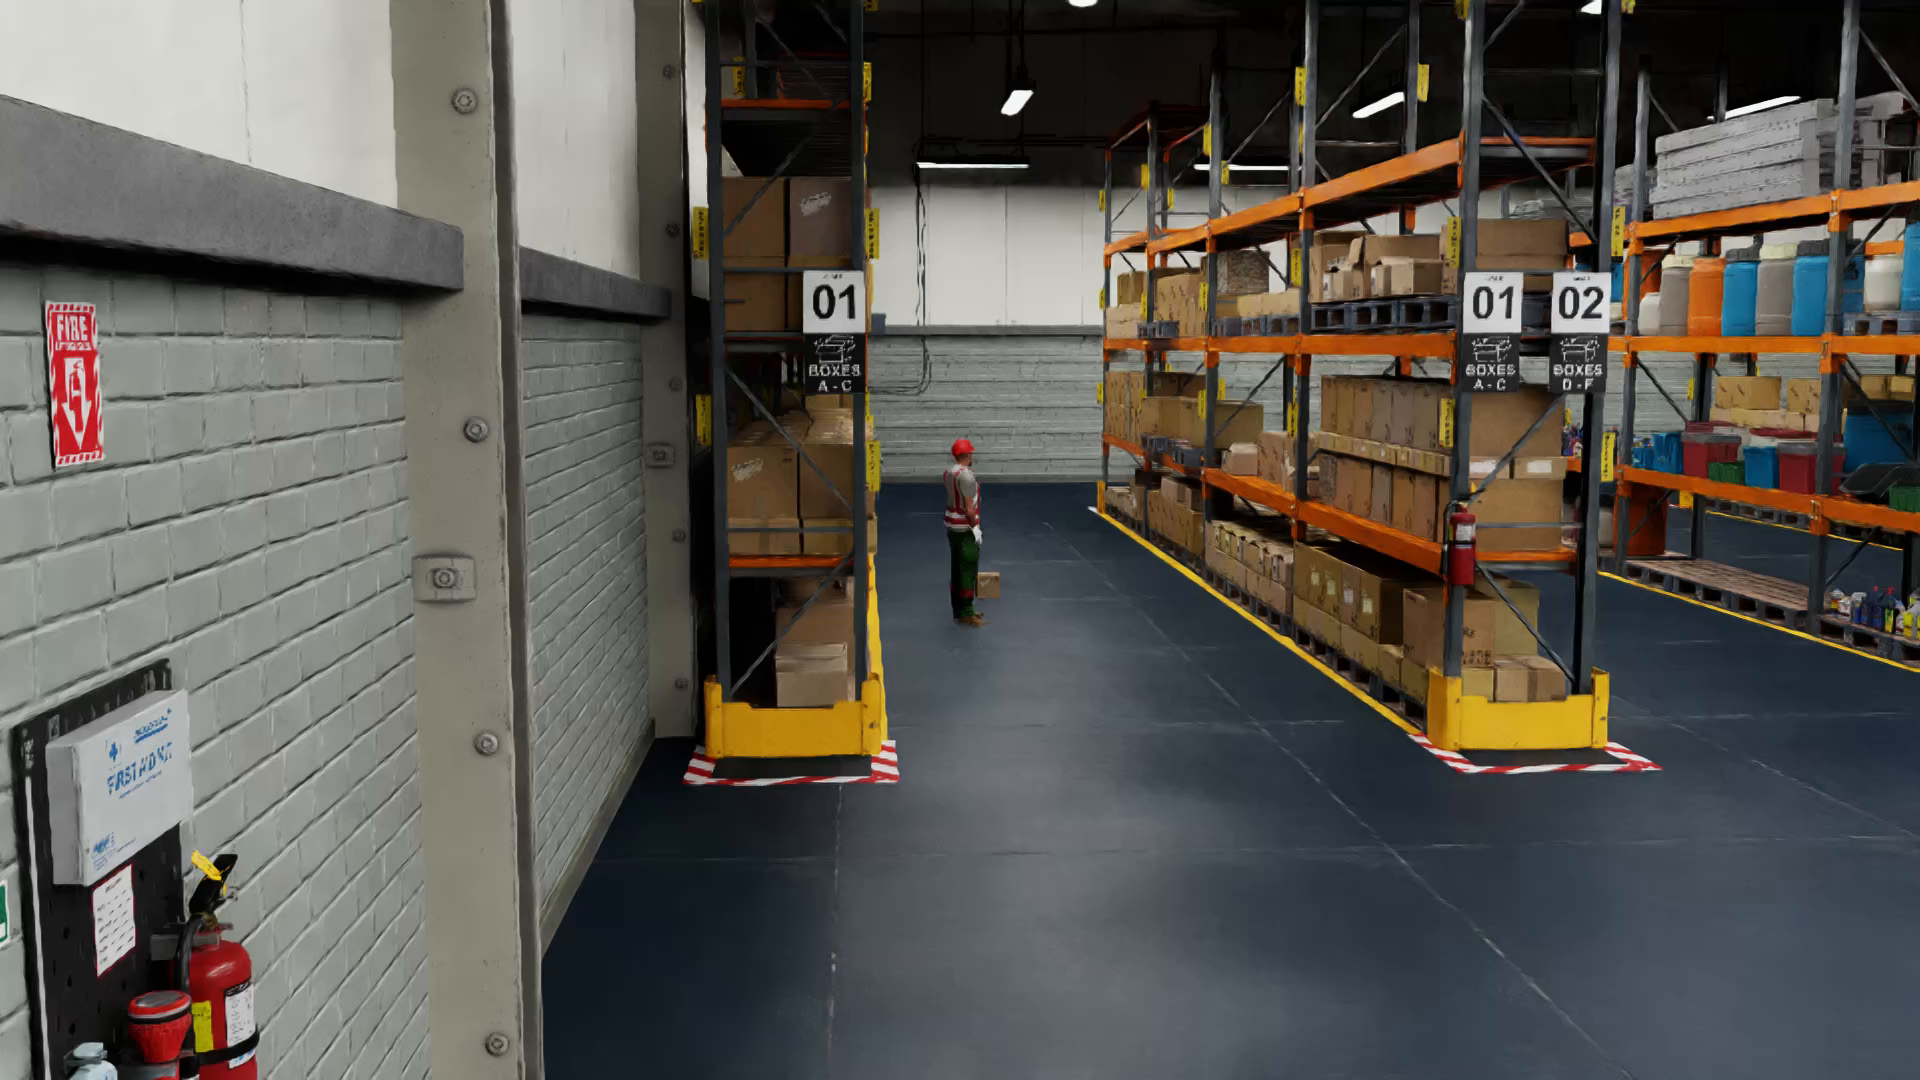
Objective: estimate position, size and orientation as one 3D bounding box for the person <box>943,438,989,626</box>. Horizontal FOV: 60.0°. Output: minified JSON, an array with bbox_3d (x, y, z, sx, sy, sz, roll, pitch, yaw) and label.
[{"bbox_3d":[0.058,-0.083,16.323,0.405,1.832,0.594,-3,7,-21],"label":"person"}]
